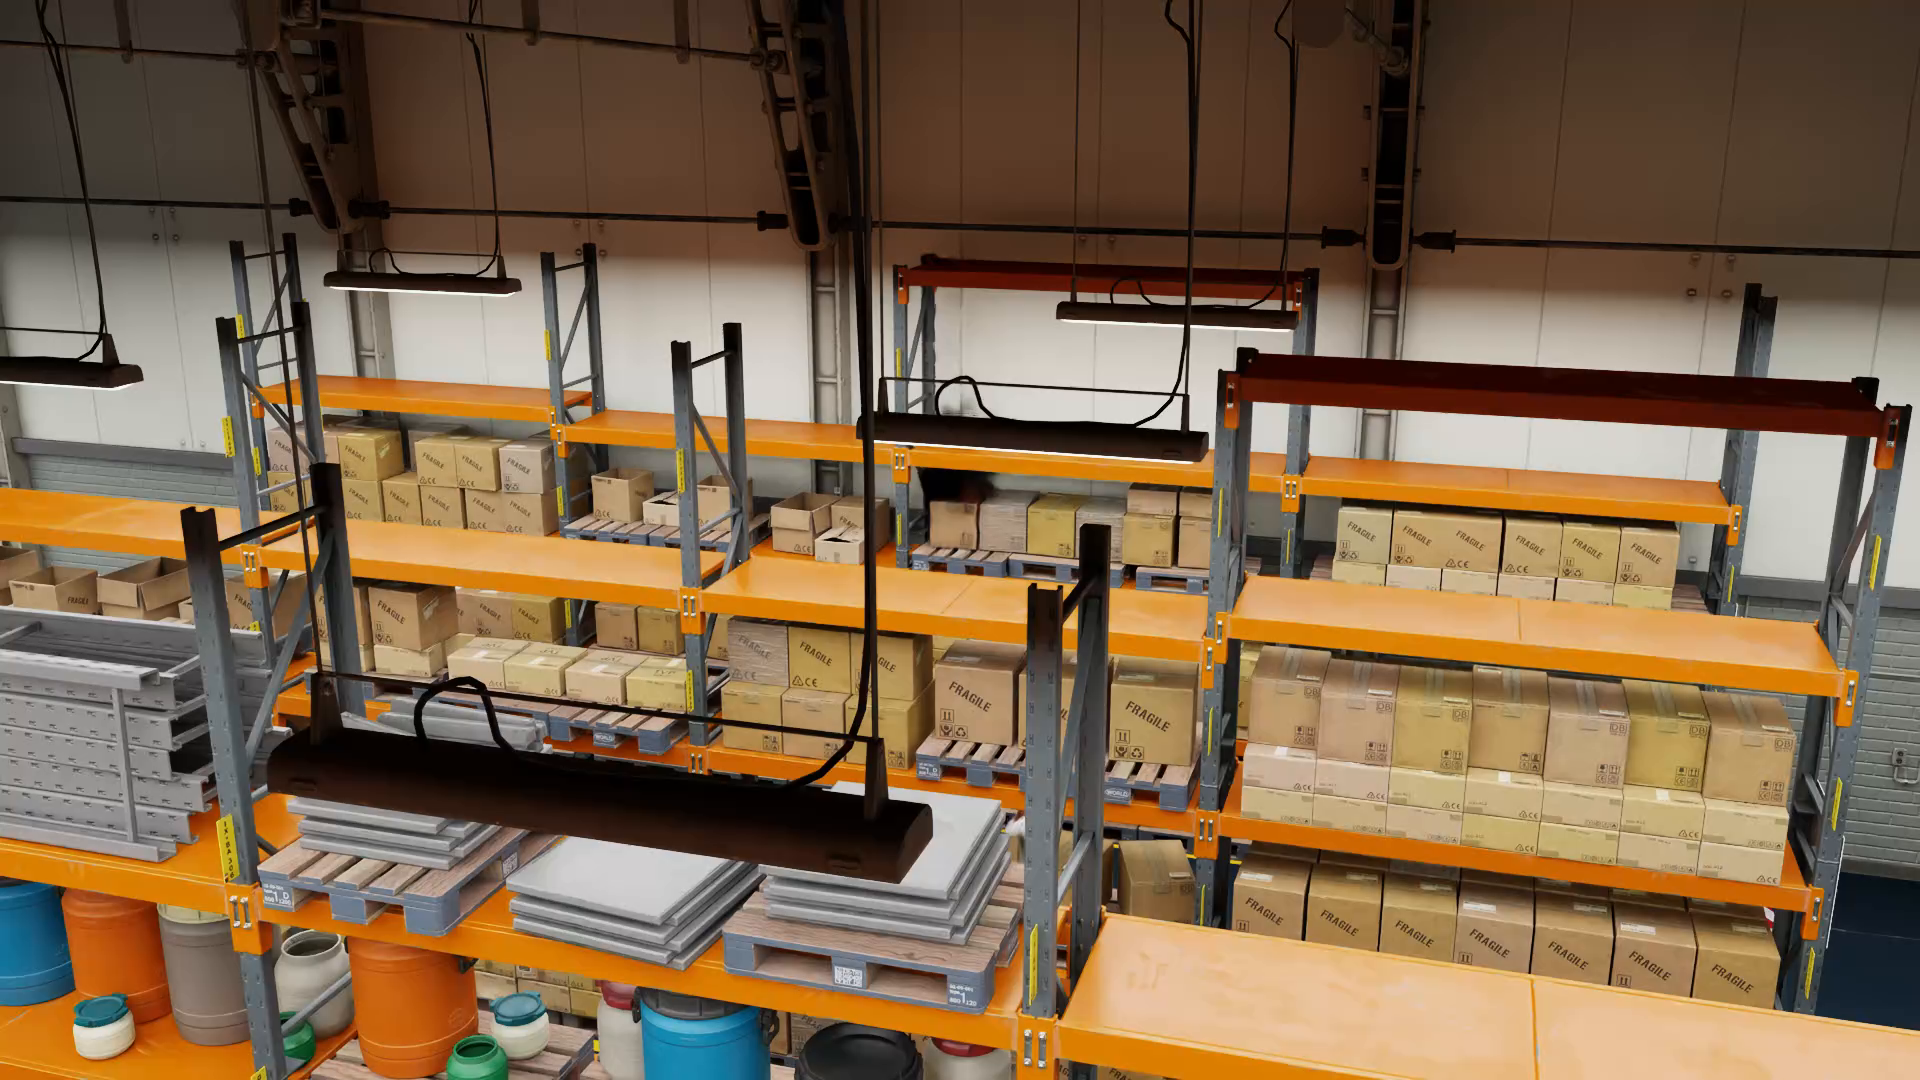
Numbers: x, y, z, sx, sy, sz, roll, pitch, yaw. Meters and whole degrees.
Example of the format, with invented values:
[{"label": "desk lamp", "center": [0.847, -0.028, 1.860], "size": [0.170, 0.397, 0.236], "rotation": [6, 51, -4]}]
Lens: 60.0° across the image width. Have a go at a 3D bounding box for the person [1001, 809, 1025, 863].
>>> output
[{"label": "person", "center": [0.495, 3.014, 15.135], "size": [0.617, 1.733, 0.682], "rotation": [3, 16, 11]}]
